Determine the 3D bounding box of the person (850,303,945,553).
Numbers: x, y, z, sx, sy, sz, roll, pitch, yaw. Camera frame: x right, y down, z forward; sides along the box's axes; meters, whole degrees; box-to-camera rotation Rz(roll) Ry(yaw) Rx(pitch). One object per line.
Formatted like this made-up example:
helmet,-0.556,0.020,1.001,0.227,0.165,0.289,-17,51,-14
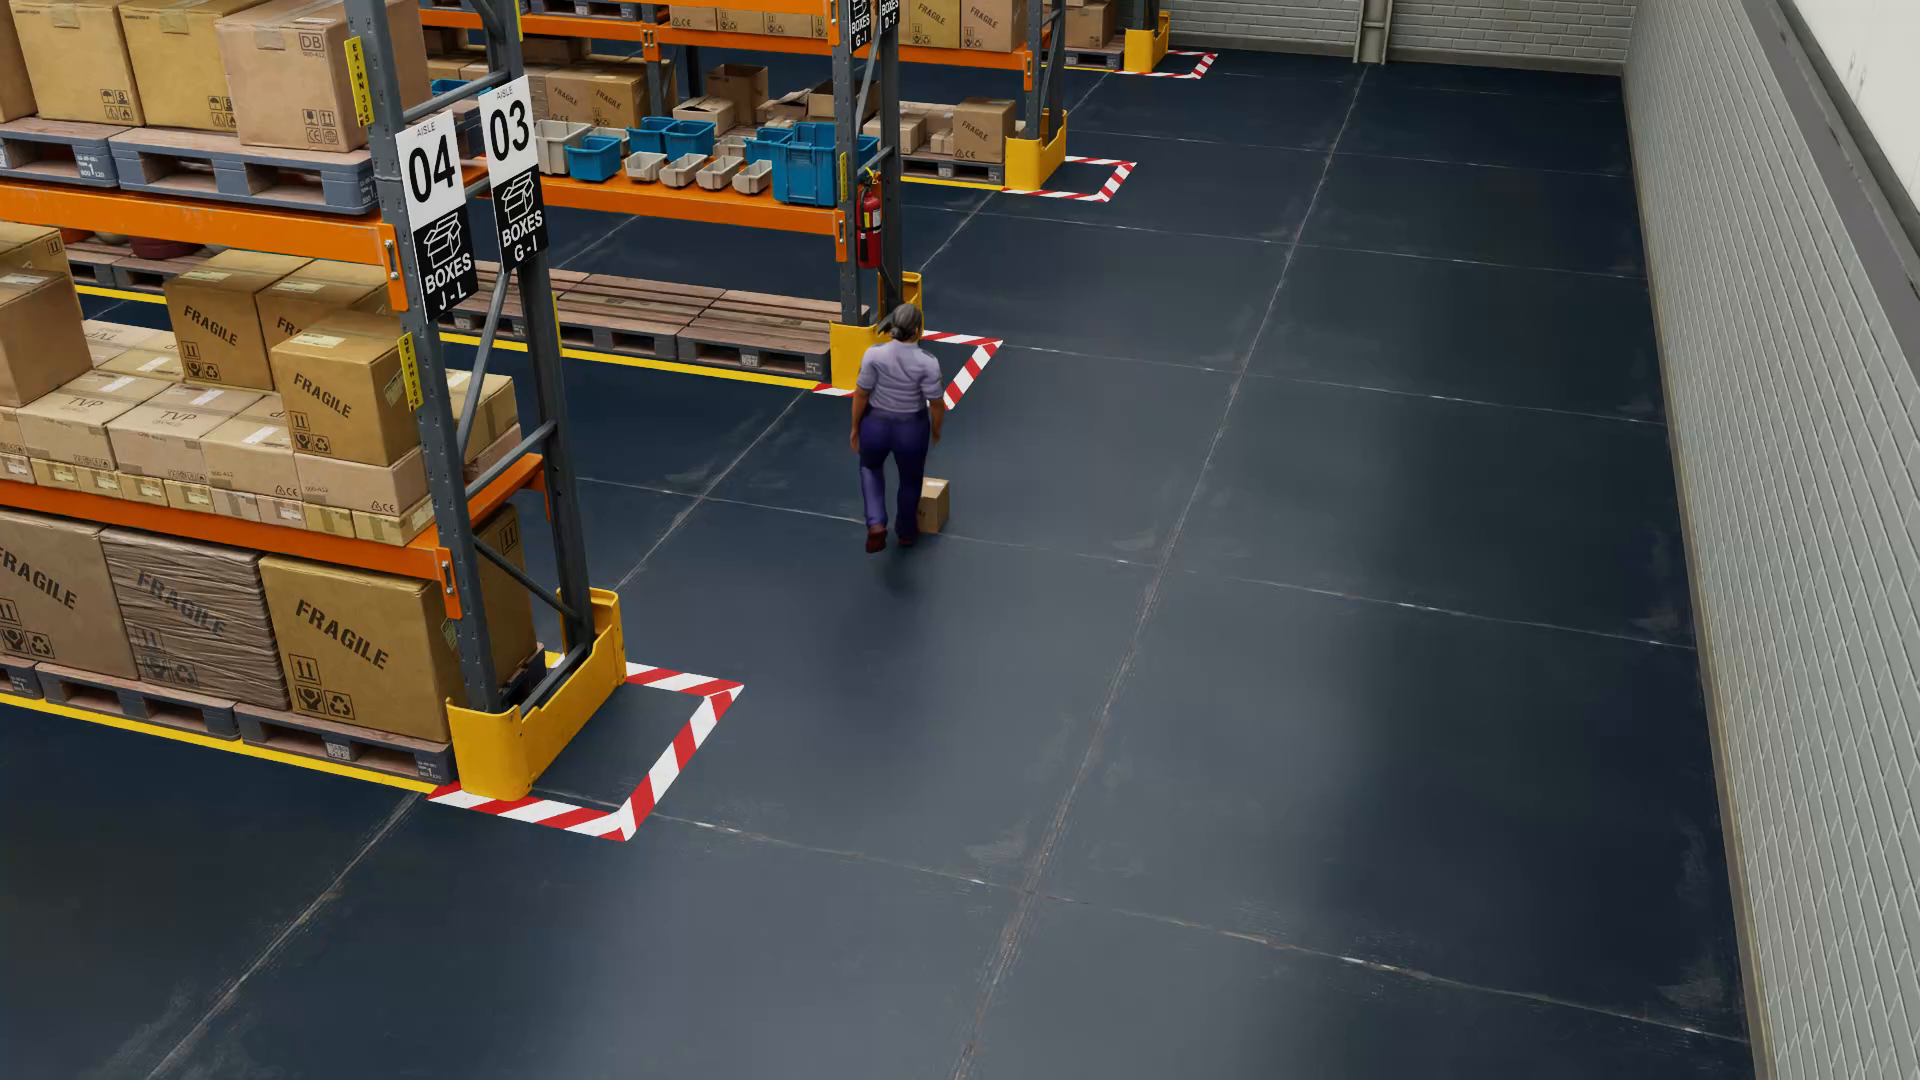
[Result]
person,-0.345,-0.652,9.673,0.550,1.625,0.623,3,30,6
